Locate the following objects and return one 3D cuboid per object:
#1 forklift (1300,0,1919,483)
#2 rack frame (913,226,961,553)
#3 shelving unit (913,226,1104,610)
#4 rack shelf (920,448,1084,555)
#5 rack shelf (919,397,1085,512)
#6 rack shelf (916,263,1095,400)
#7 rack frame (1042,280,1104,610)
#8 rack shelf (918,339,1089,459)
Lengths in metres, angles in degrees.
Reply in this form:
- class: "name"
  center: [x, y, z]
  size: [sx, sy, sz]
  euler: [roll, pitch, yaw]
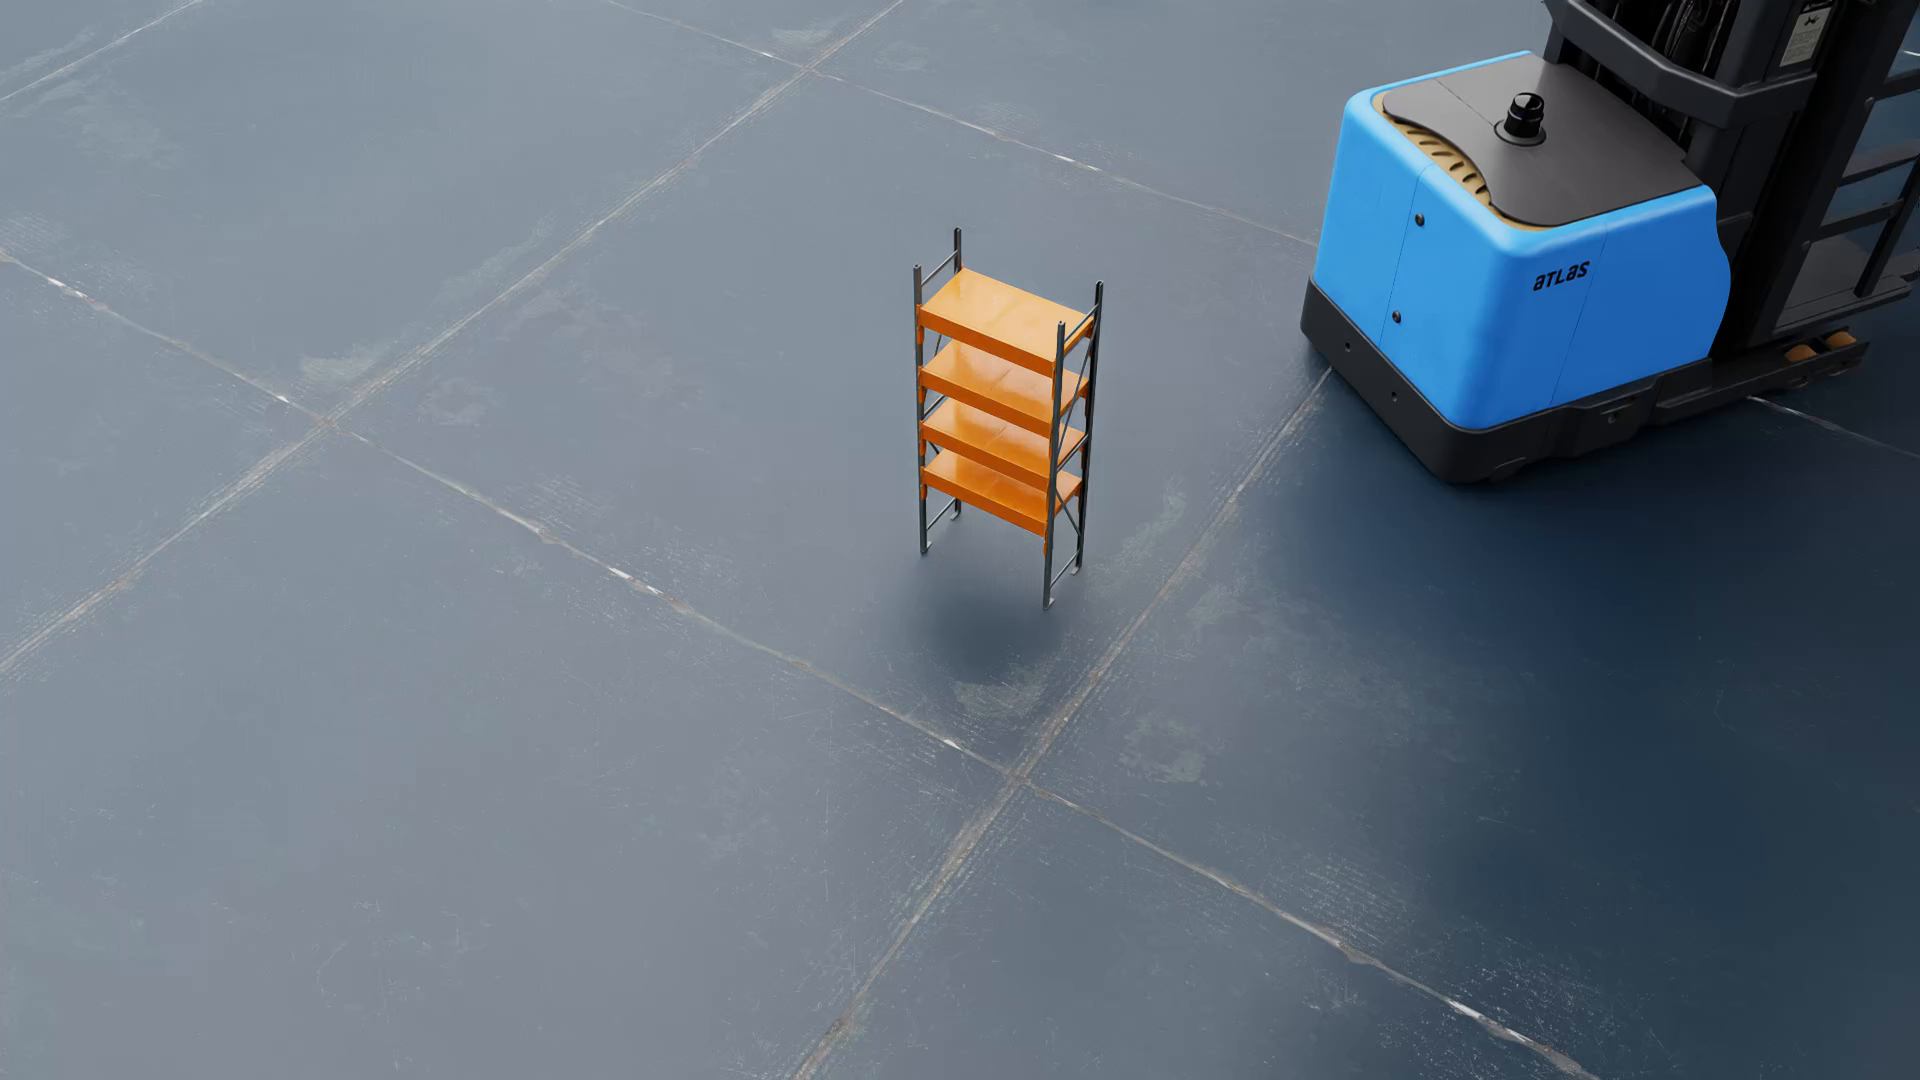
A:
- class: "forklift"
  center: [2.884, -1.925, 5.576]
  size: [3.031, 2.935, 1.130]
  euler: [-17, 48, -16]
- class: "rack frame"
  center: [-0.066, -0.449, 5.349]
  size: [0.015, 1.200, 0.240]
  euler: [25, 51, 22]
- class: "shelving unit"
  center: [0.139, -0.354, 5.257]
  size: [0.503, 1.200, 0.258]
  euler: [25, 51, 22]
- class: "rack shelf"
  center: [0.139, -0.169, 5.448]
  size: [0.480, 0.148, 0.258]
  euler: [25, 51, 22]
- class: "rack shelf"
  center: [0.139, -0.307, 5.306]
  size: [0.480, 0.148, 0.258]
  euler: [25, 51, 22]
- class: "rack shelf"
  center: [0.139, -0.628, 4.976]
  size: [0.480, 0.148, 0.258]
  euler: [25, 51, 22]
- class: "rack frame"
  center: [0.345, -0.260, 5.166]
  size: [0.015, 1.200, 0.240]
  euler: [25, 51, 22]
- class: "rack shelf"
  center: [0.139, -0.463, 5.145]
  size: [0.480, 0.148, 0.258]
  euler: [25, 51, 22]
